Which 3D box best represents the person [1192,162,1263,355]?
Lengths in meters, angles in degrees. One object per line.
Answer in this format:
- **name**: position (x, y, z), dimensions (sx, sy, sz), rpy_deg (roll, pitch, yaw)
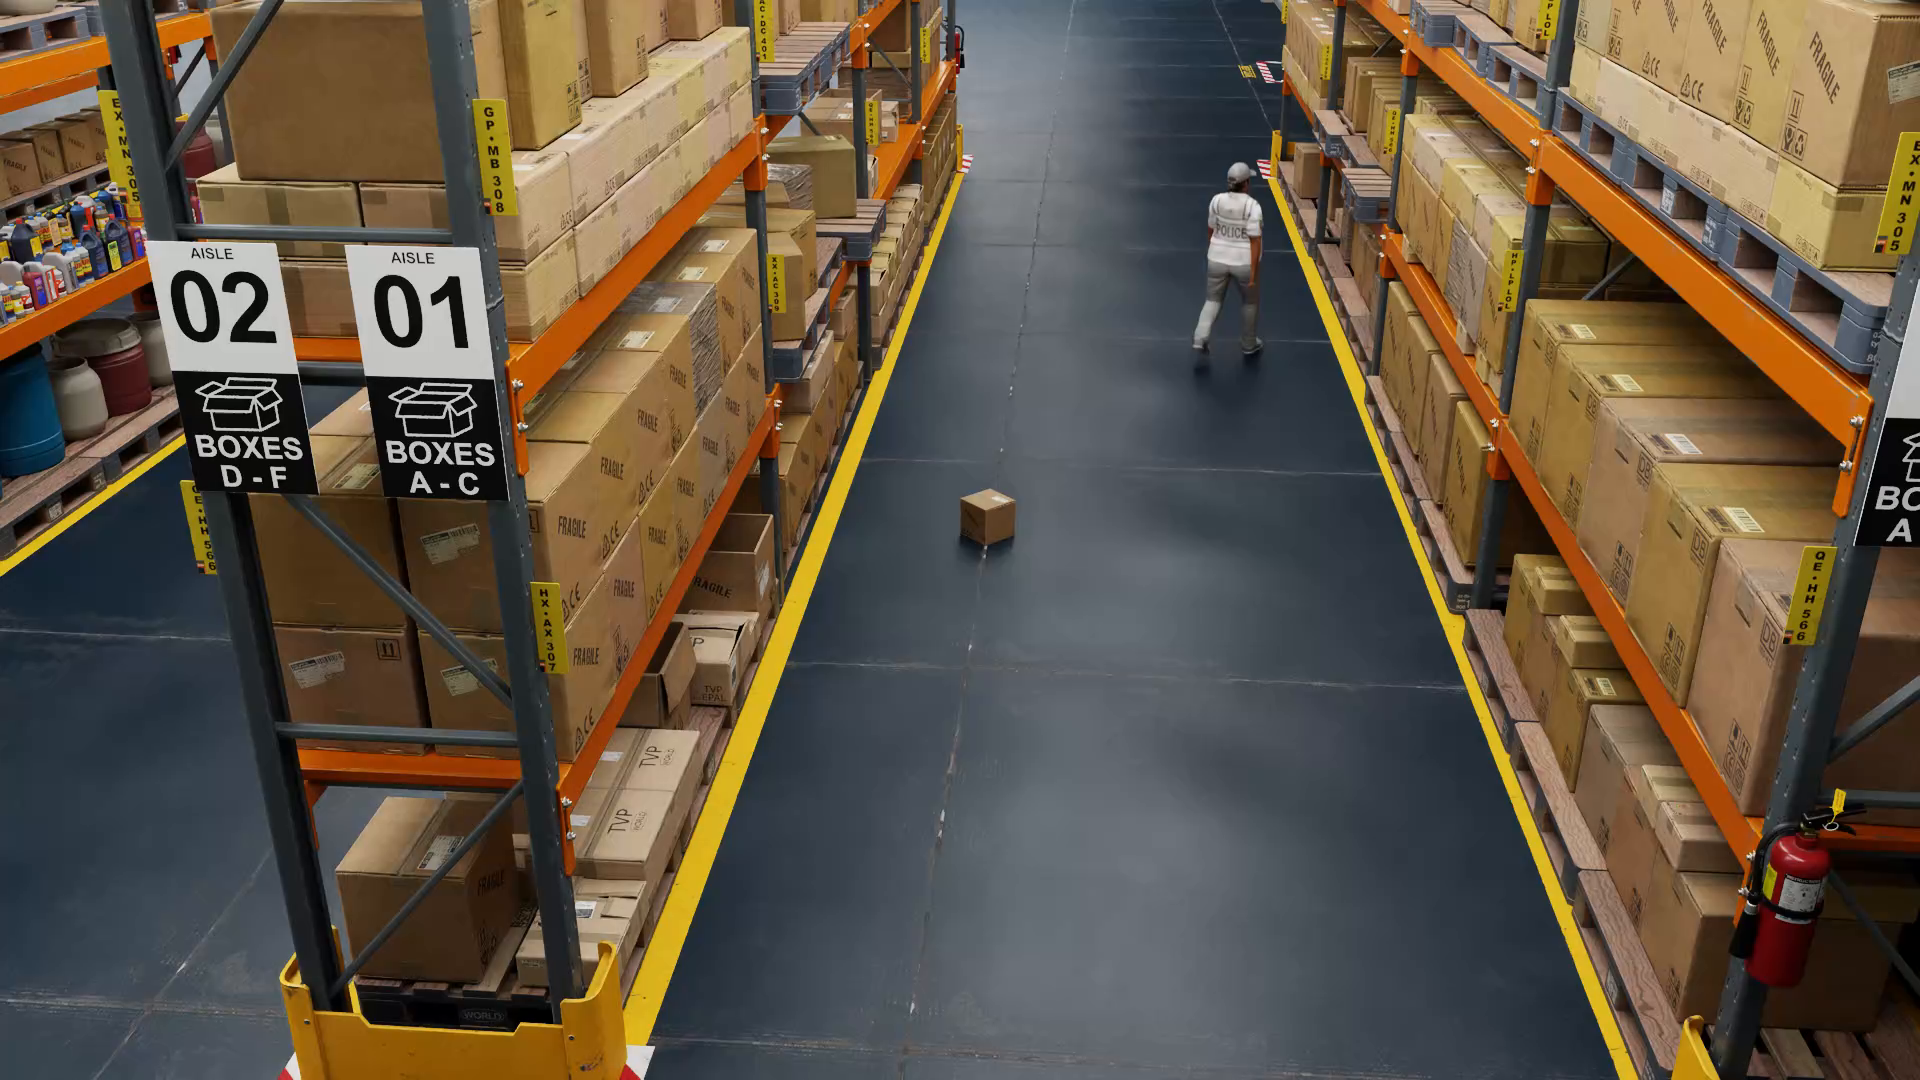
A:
- **person**: position (2.237, -2.268, 13.520), dimensions (0.474, 1.628, 0.837), rpy_deg (11, 27, 23)
